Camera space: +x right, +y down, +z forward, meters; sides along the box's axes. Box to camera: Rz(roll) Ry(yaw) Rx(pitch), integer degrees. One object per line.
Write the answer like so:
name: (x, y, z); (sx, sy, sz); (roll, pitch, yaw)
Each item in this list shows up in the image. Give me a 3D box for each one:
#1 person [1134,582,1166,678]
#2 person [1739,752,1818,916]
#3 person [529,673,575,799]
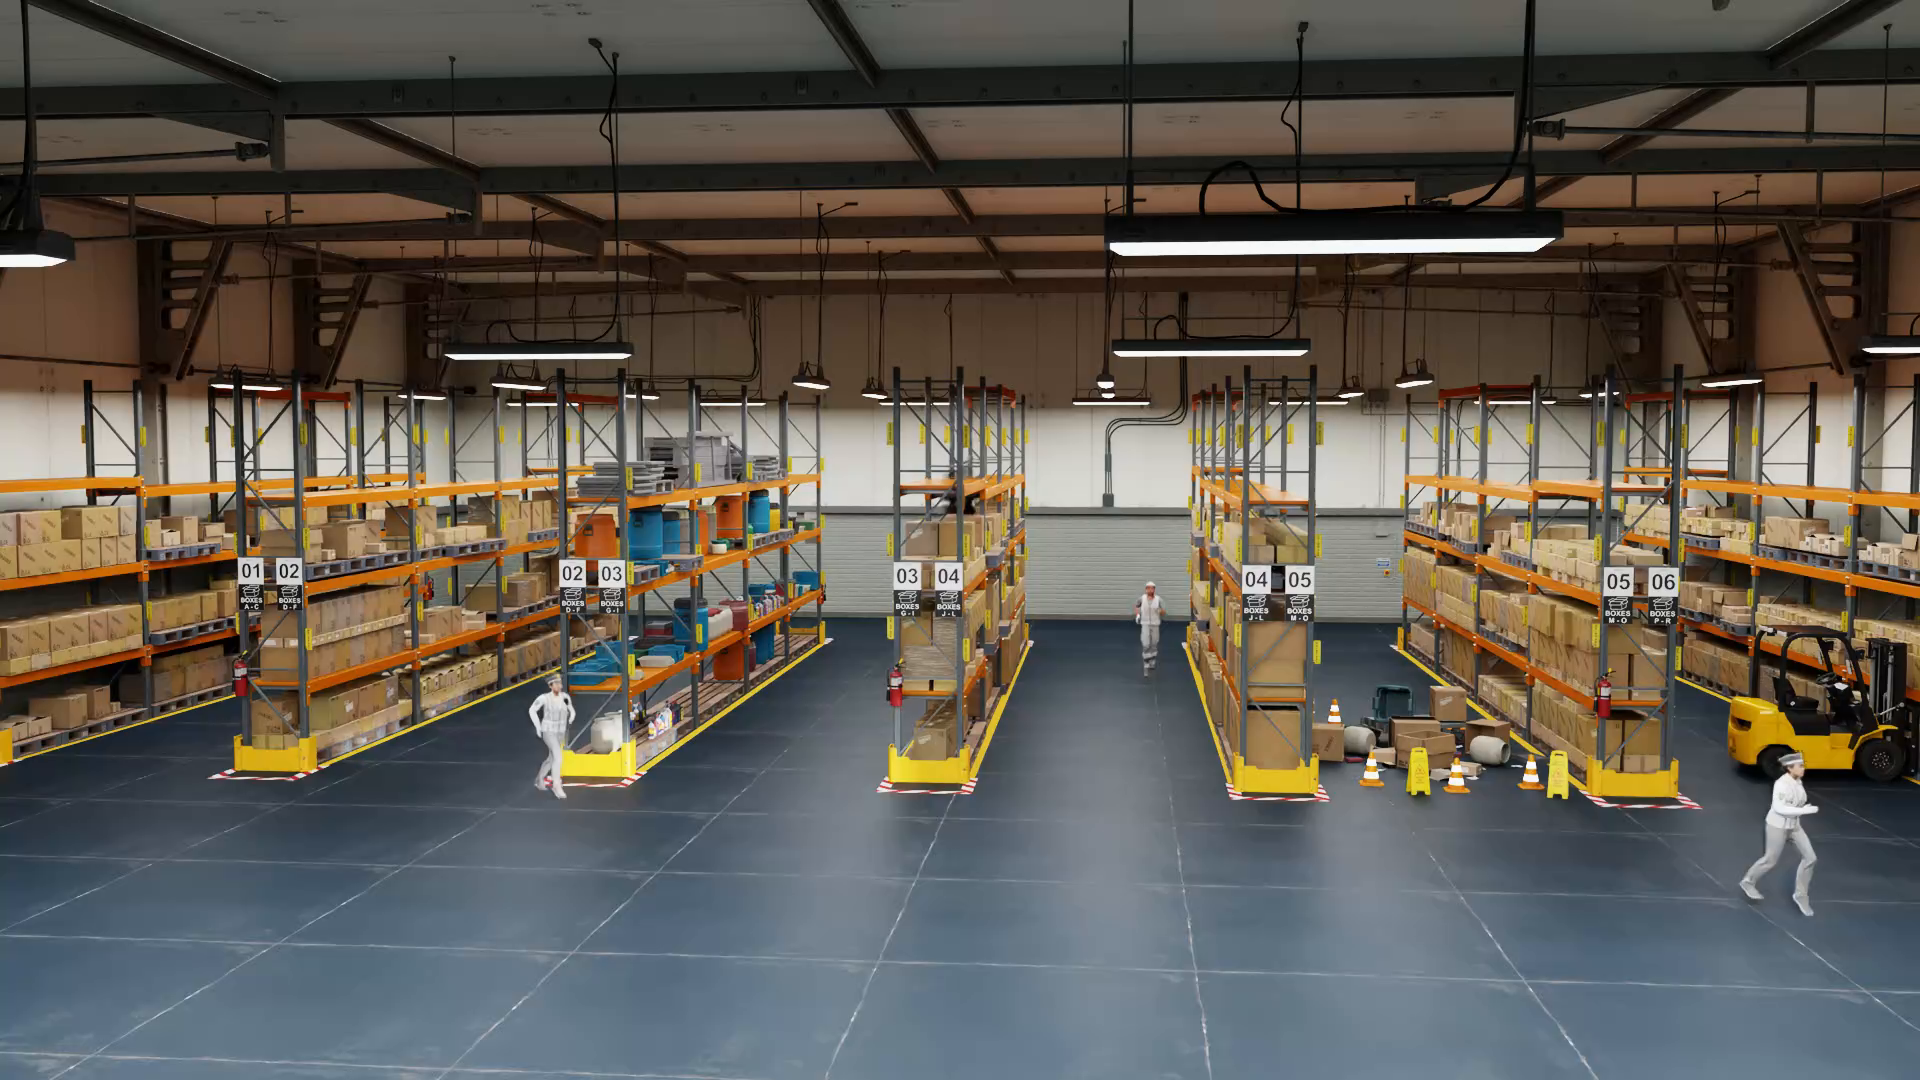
person: (3.797, 1.779, 33.195); (0.631, 1.899, 0.711); (0, 4, 4)
person: (8.688, 3.074, 17.621); (0.631, 1.723, 0.828); (-3, 4, -37)
person: (-5.660, 2.707, 23.241); (0.787, 1.697, 0.607); (3, 5, 42)
